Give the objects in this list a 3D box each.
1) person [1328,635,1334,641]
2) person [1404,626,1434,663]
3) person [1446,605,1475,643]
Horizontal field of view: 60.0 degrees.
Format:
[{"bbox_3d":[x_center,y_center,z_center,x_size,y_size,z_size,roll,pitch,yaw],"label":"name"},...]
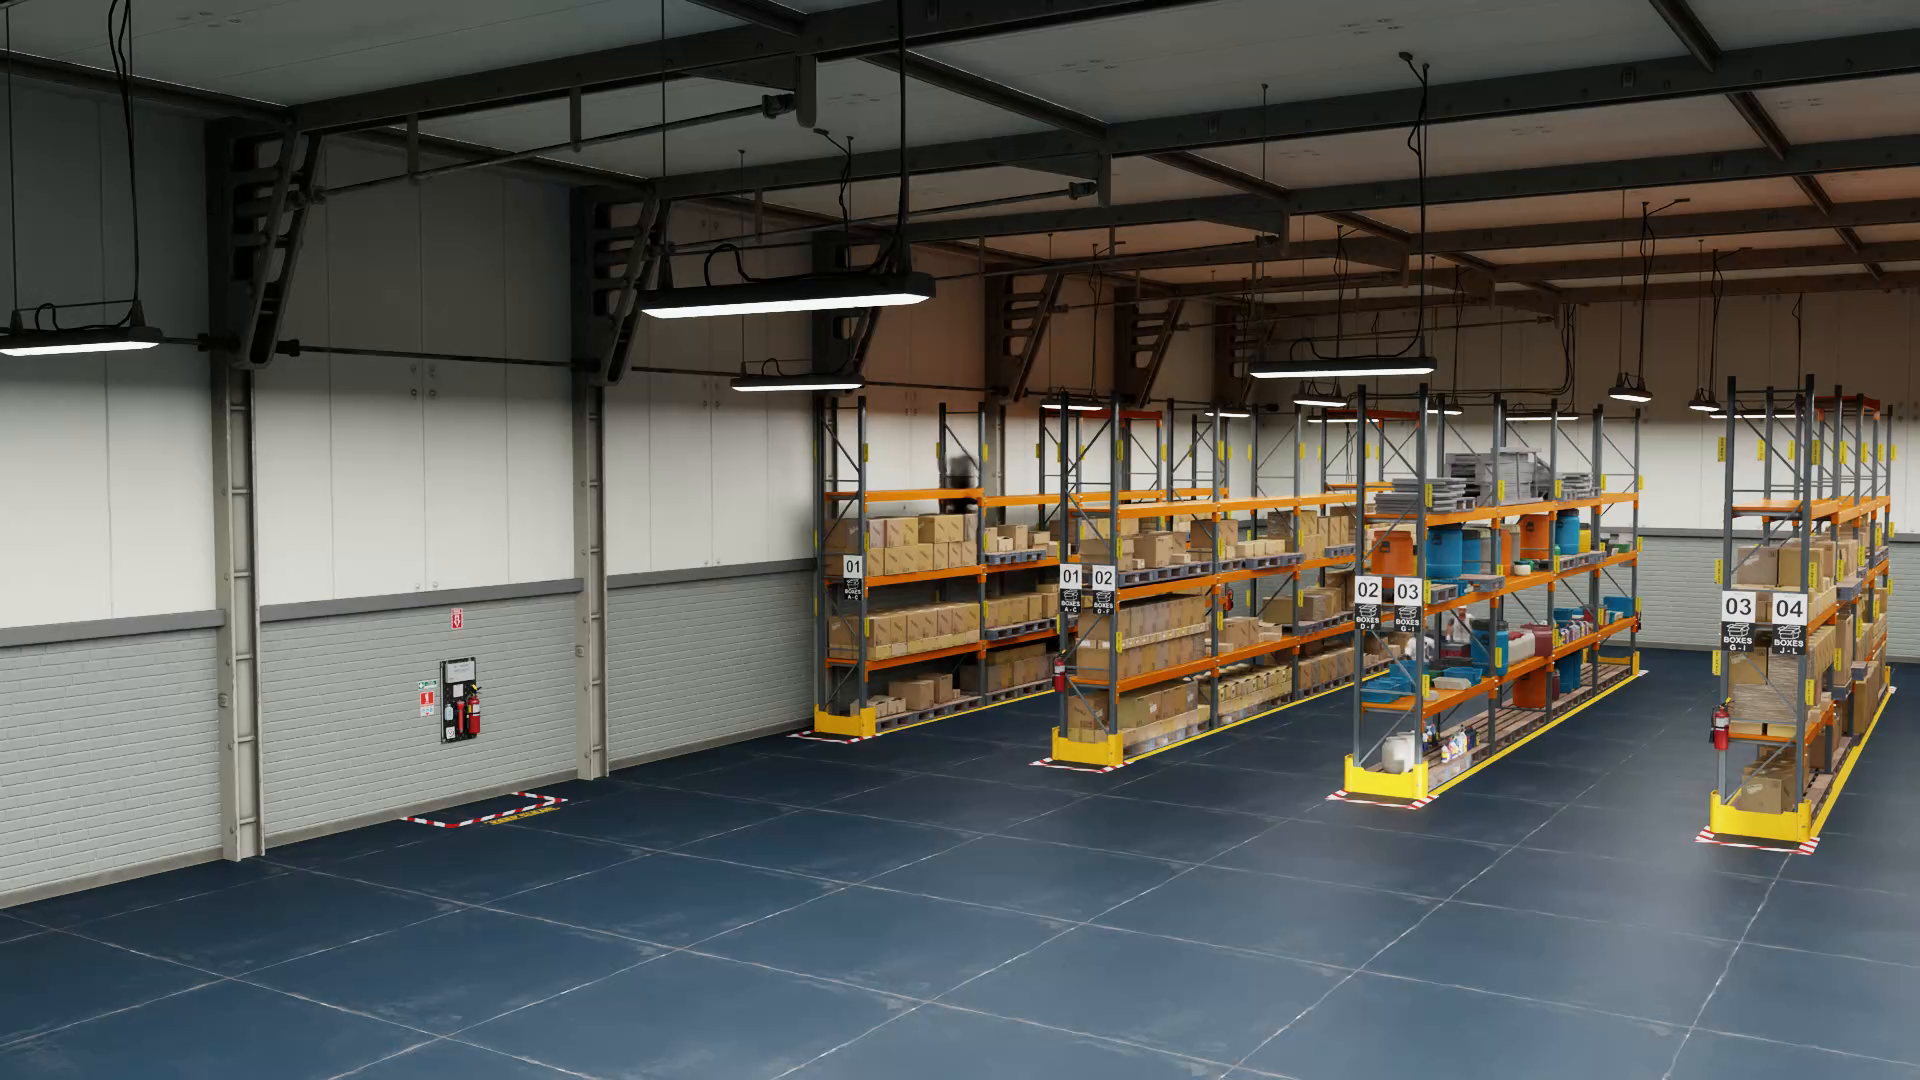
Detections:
[{"bbox_3d":[9.530,1.871,43.154,0.663,1.757,0.752,-2,4,-35],"label":"person"},{"bbox_3d":[8.922,2.467,32.192,0.590,1.745,0.830,2,4,38],"label":"person"},{"bbox_3d":[11.061,2.226,36.657,0.655,1.715,0.706,1,3,17],"label":"person"}]
